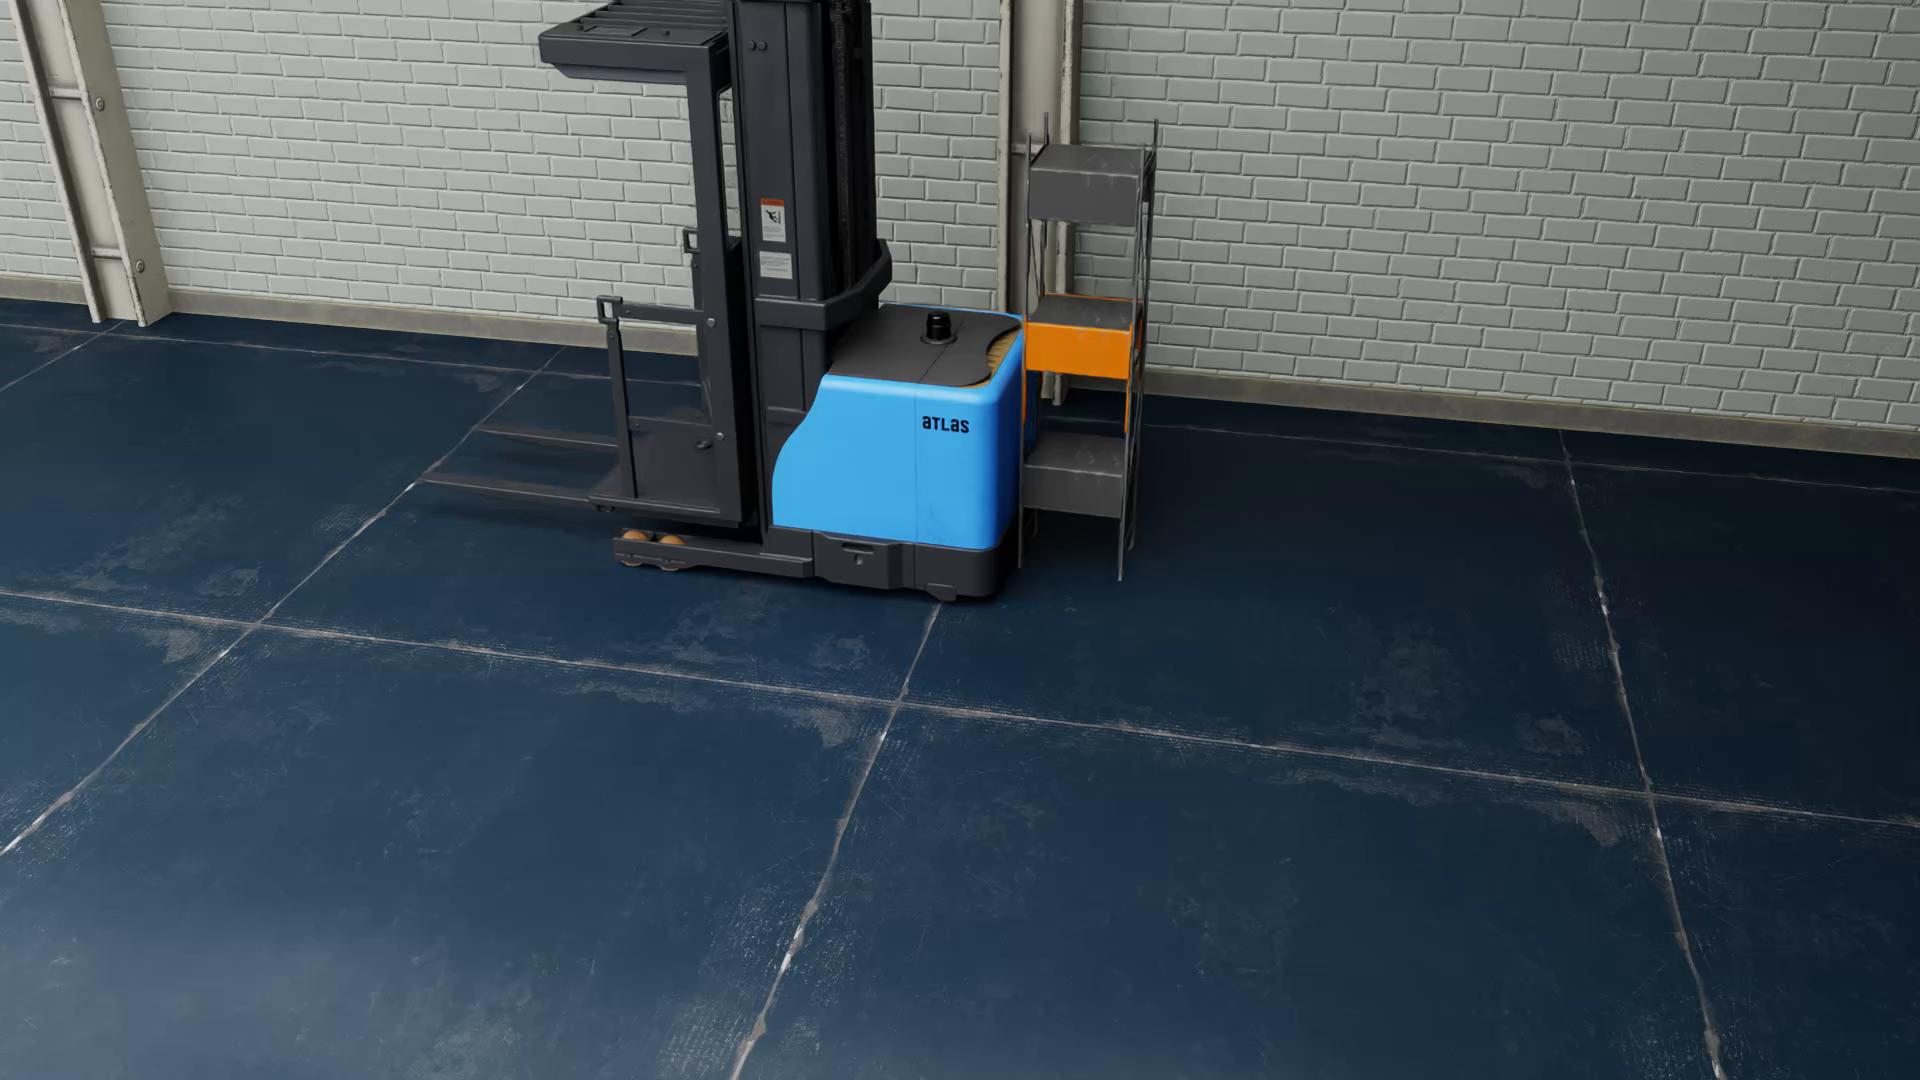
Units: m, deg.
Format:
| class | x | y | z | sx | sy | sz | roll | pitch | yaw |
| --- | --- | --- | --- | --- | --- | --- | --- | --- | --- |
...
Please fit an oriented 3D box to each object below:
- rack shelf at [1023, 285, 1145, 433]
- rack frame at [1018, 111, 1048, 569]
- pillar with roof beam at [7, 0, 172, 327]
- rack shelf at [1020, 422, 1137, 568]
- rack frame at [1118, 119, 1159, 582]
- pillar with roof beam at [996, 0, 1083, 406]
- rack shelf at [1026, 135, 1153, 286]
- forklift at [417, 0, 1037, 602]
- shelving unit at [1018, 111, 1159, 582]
| class | x | y | z | sx | sy | sz | roll | pitch | yaw |
| --- | --- | --- | --- | --- | --- | --- | --- | --- | --- |
| rack shelf | 0.570 | -0.833 | 7.613 | 0.480 | 0.518 | 0.431 | 7 | 29 | 12 |
| rack frame | 0.334 | -0.873 | 7.659 | 0.015 | 2.100 | 0.400 | 7 | 29 | 12 |
| pillar with roof beam | -6.336 | -3.400 | 5.090 | 0.400 | 9.000 | 9.100 | 6 | 29 | 11 |
| rack shelf | 0.570 | -0.219 | 7.949 | 0.480 | 0.518 | 0.431 | 7 | 29 | 12 |
| rack frame | 0.807 | -0.816 | 7.553 | 0.015 | 2.100 | 0.400 | 7 | 29 | 12 |
| pillar with roof beam | -0.468 | -2.799 | 3.991 | 0.400 | 9.000 | 9.100 | 6 | 29 | 11 |
| rack shelf | 0.570 | -1.447 | 7.276 | 0.480 | 0.518 | 0.431 | 7 | 29 | 12 |
| forklift | -1.179 | -1.373 | 7.706 | 3.031 | 2.935 | 1.130 | 7 | 29 | 12 |
| shelving unit | 0.570 | -0.845 | 7.606 | 0.503 | 2.100 | 0.431 | 7 | 29 | 12 |
